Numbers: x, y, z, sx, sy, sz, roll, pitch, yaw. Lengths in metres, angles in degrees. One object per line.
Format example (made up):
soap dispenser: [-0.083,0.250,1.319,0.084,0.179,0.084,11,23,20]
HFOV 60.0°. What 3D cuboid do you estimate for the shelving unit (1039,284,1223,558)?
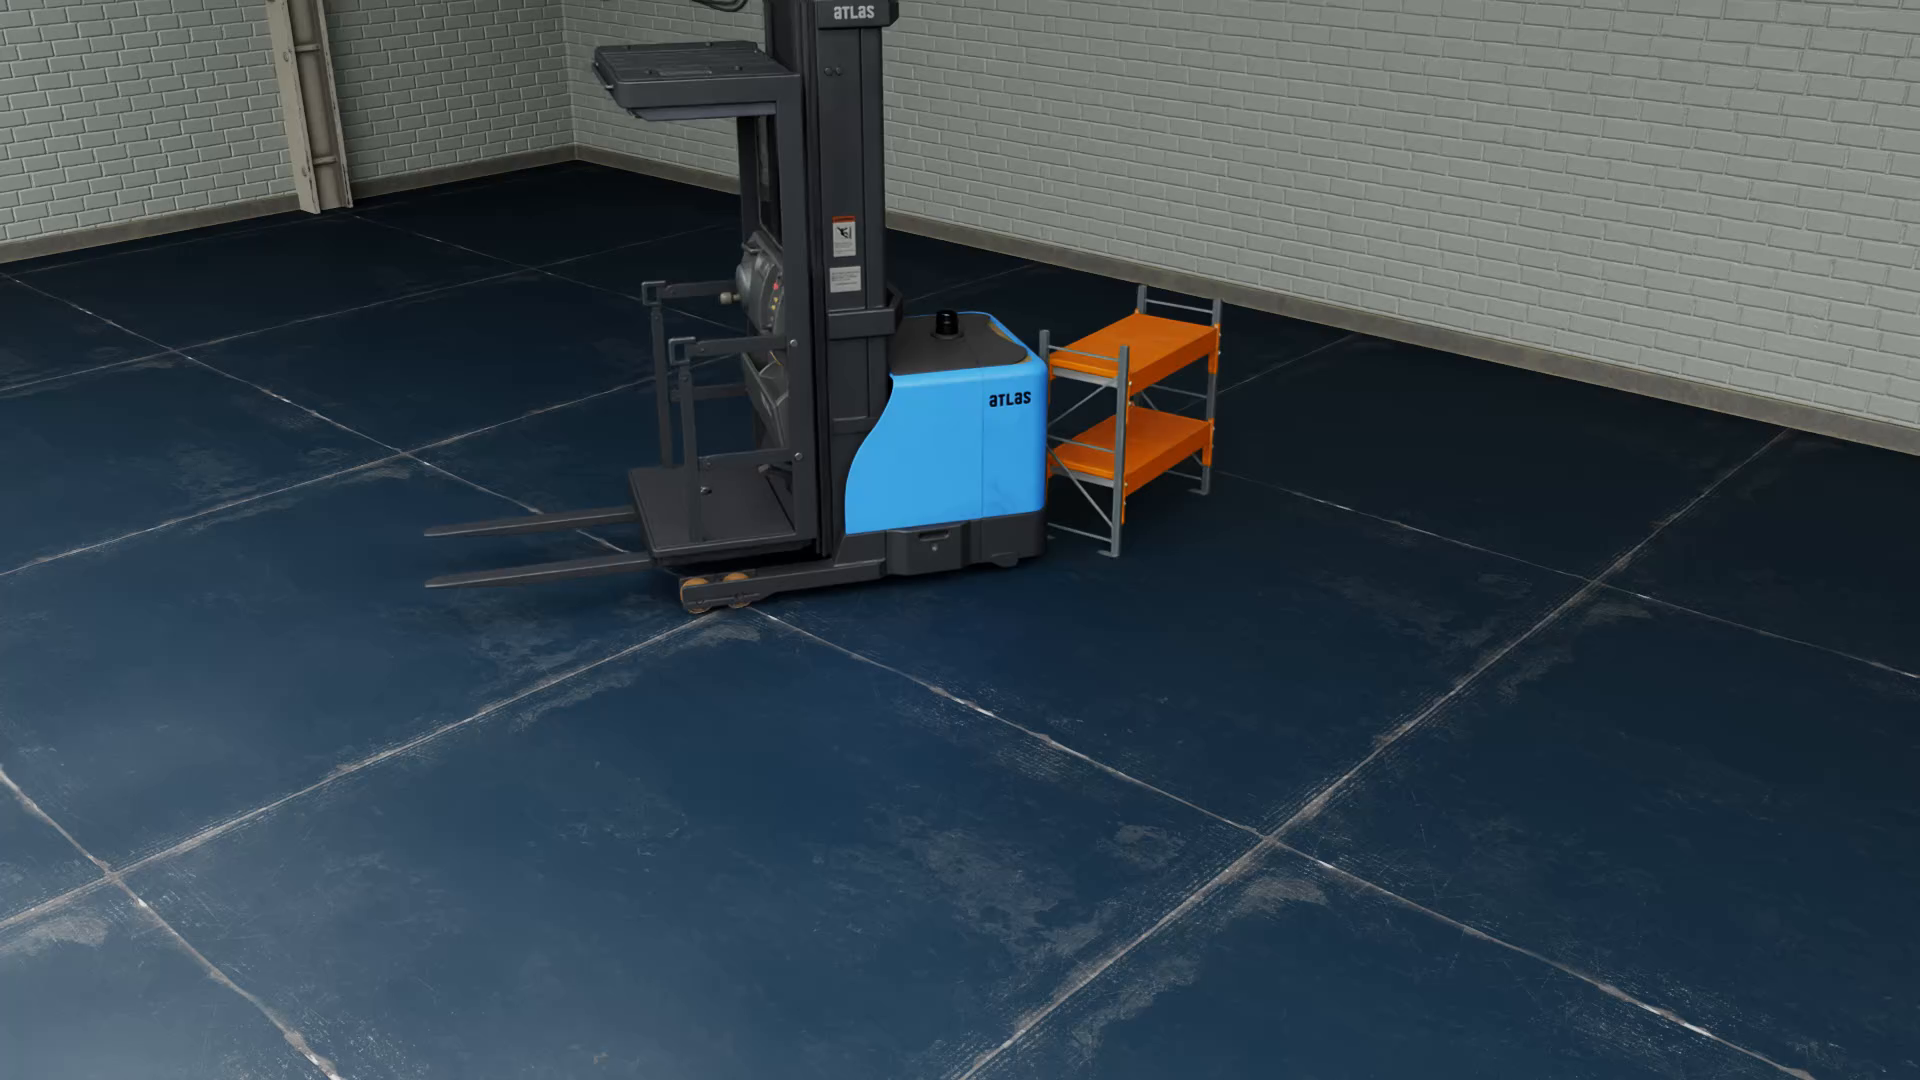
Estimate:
shelving unit: [0.902,-0.657,8.840,0.538,1.125,1.048,16,29,31]

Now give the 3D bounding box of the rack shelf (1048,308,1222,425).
rack shelf: [0.902,-0.924,8.720,0.538,0.278,1.000,16,29,31]

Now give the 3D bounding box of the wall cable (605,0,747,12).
wall cable: [-3.063,-6.380,15.777,3.097,2.526,0.112,20,31,38]

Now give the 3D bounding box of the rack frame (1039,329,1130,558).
rack frame: [0.614,-0.485,8.458,0.500,1.125,0.032,16,29,31]

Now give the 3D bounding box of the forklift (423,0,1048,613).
forklift: [-1.134,-1.227,7.905,3.031,2.935,1.130,-7,25,-15]

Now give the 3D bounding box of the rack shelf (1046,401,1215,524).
rack shelf: [0.902,-0.434,8.940,0.538,0.278,1.000,16,29,31]

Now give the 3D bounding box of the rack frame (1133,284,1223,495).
rack frame: [1.190,-0.828,9.222,0.500,1.125,0.032,16,29,31]

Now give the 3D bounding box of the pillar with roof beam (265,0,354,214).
pillar with roof beam: [-2.808,-6.085,11.323,9.100,9.000,0.400,20,31,38]
